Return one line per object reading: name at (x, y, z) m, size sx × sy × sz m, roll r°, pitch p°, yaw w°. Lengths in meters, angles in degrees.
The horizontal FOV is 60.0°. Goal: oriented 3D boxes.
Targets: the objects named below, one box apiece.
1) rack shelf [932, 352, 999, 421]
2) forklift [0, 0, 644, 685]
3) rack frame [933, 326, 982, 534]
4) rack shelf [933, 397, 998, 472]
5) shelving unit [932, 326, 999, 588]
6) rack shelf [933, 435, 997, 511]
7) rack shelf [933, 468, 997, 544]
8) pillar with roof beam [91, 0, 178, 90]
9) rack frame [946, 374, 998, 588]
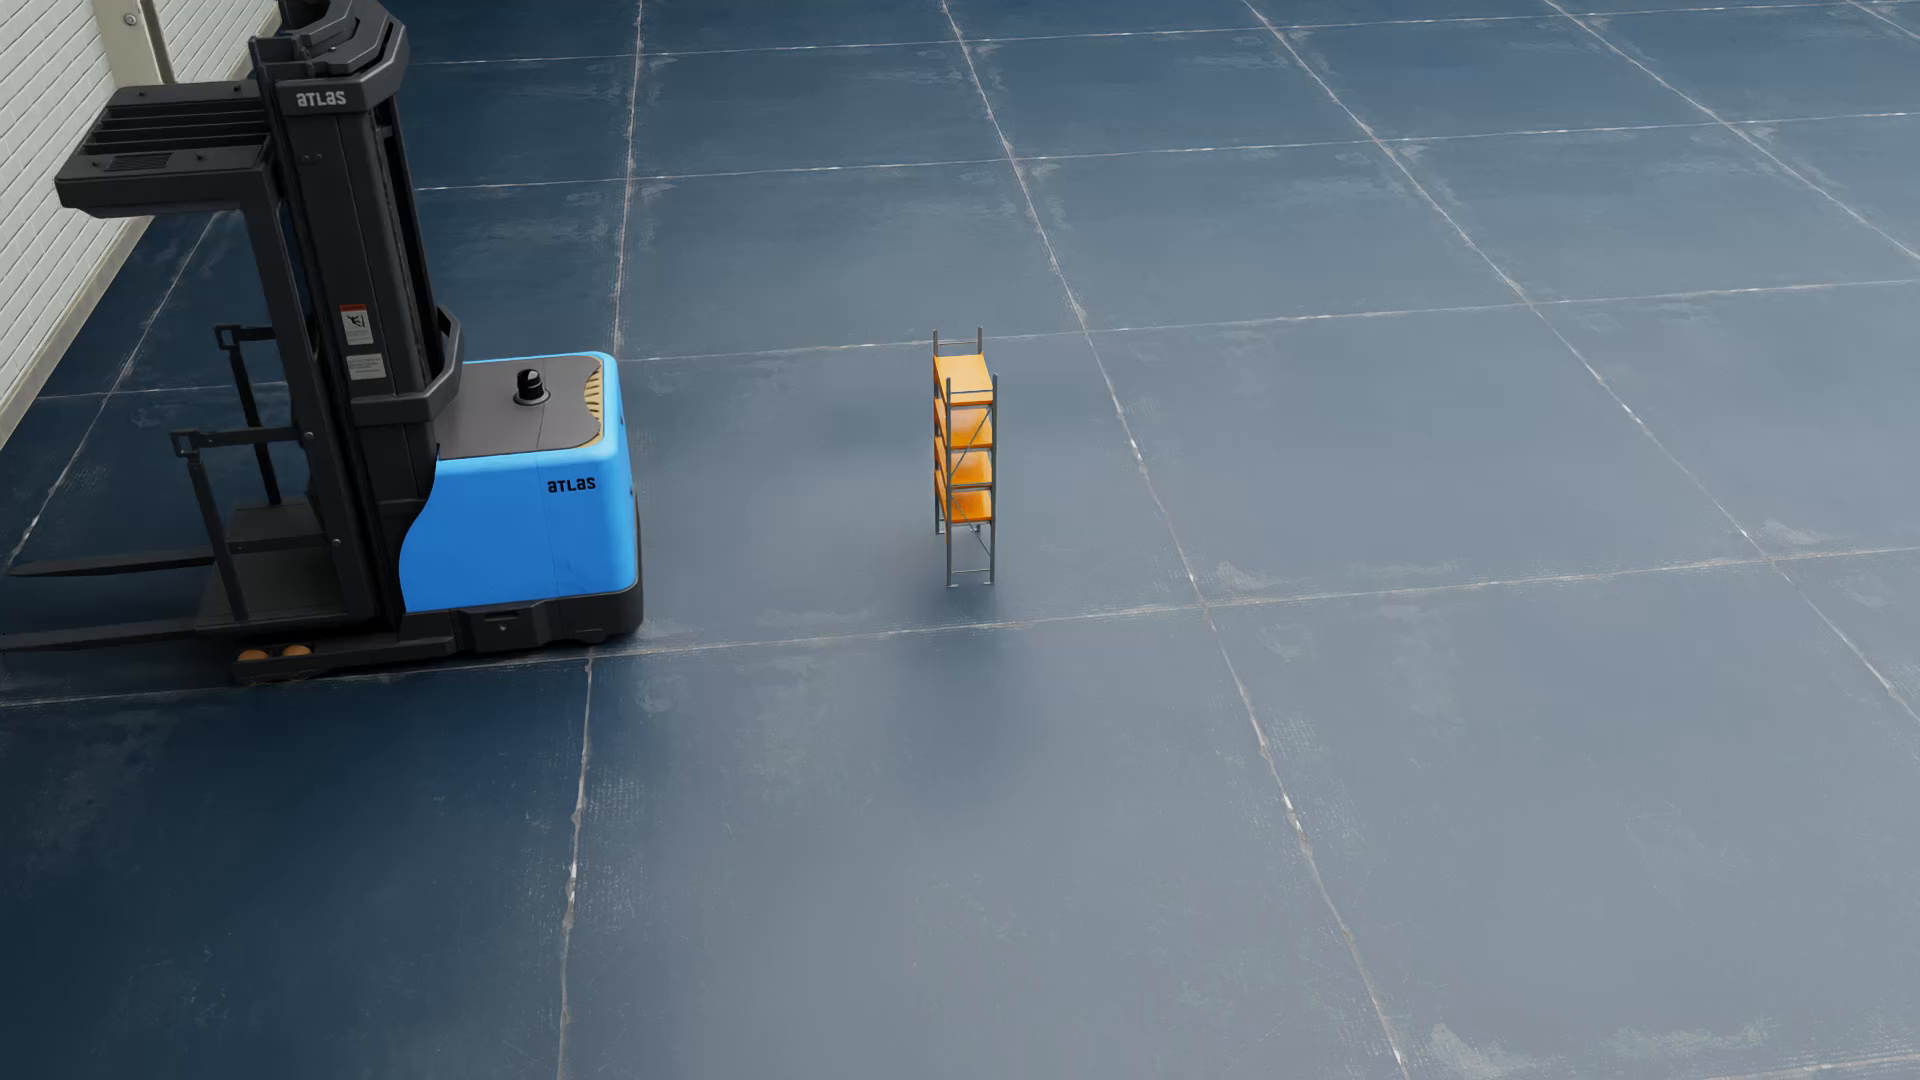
rack shelf at (0.022, -0.728, 8.055) m, size 0.258 × 0.148 × 0.480 m, roll -4°, pitch 35°, yaw -6°
forklift at (-3.100, -0.855, 7.403) m, size 3.031 × 2.935 × 1.130 m, roll -6°, pitch 35°, yaw -8°
rack frame at (-0.011, -0.540, 8.476) m, size 0.240 × 1.200 × 0.015 m, roll -4°, pitch 35°, yaw -6°
rack shelf at (0.022, -0.533, 8.188) m, size 0.258 × 0.148 × 0.480 m, roll -4°, pitch 35°, yaw -6°
shelving unit at (0.022, -0.403, 8.277) m, size 0.258 × 1.200 × 0.503 m, roll -4°, pitch 35°, yaw -6°
rack shelf at (0.022, -0.348, 8.314) m, size 0.258 × 0.148 × 0.480 m, roll -4°, pitch 35°, yaw -6°
rack shelf at (0.022, -0.184, 8.426) m, size 0.258 × 0.148 × 0.480 m, roll -4°, pitch 35°, yaw -6°
pillar with roof beam at (-1.585, -6.583, 10.419) m, size 9.100 × 9.000 × 0.400 m, roll -4°, pitch 35°, yaw -6°
rack frame at (0.055, -0.267, 8.077) m, size 0.240 × 1.200 × 0.015 m, roll -4°, pitch 35°, yaw -6°
